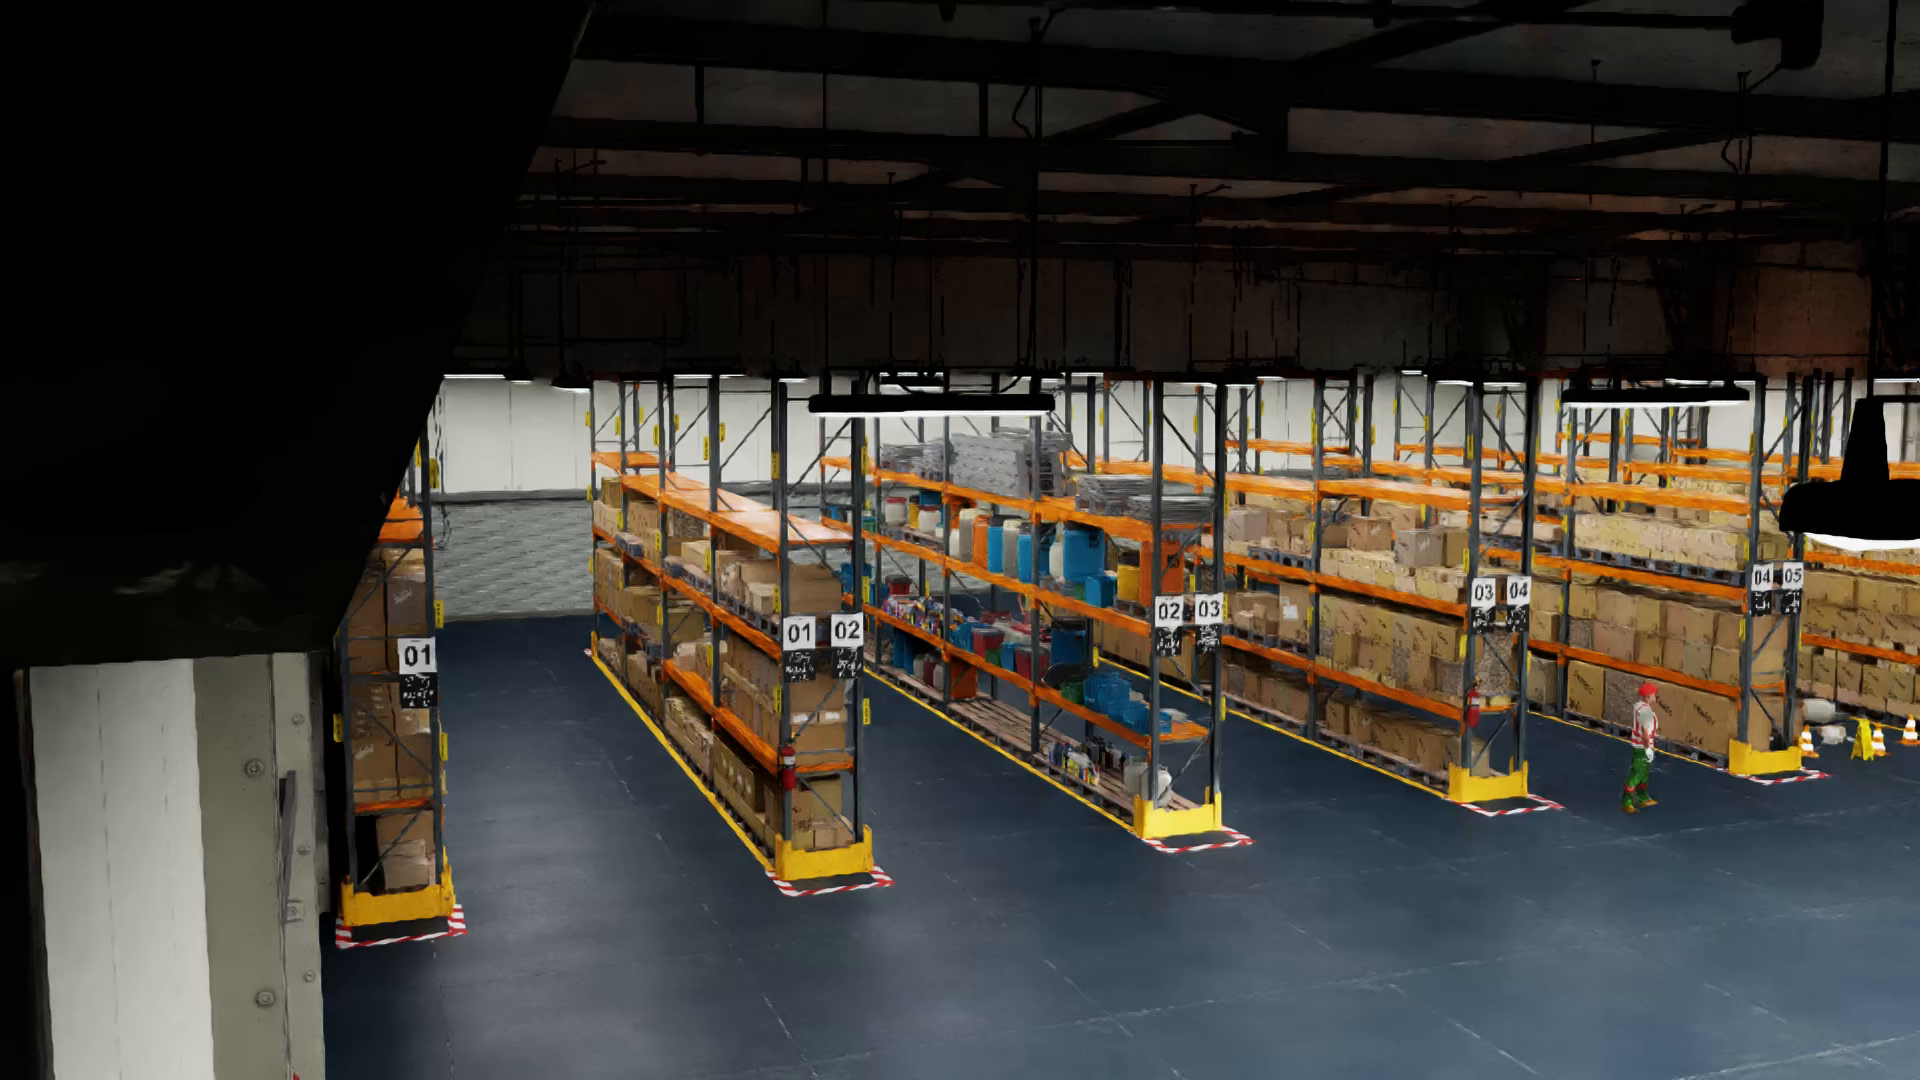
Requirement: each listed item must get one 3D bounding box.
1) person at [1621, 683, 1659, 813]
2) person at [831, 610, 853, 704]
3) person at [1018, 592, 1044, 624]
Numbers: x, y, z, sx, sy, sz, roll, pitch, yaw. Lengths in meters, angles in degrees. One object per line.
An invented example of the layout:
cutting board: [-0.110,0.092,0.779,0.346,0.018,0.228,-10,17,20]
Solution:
person: [9.493,2.857,23.097,0.530,1.785,0.715,2,7,17]
person: [-2.124,2.108,29.997,0.606,1.762,0.456,5,8,40]
person: [1.543,1.512,36.064,0.598,1.618,0.503,-2,7,-20]
